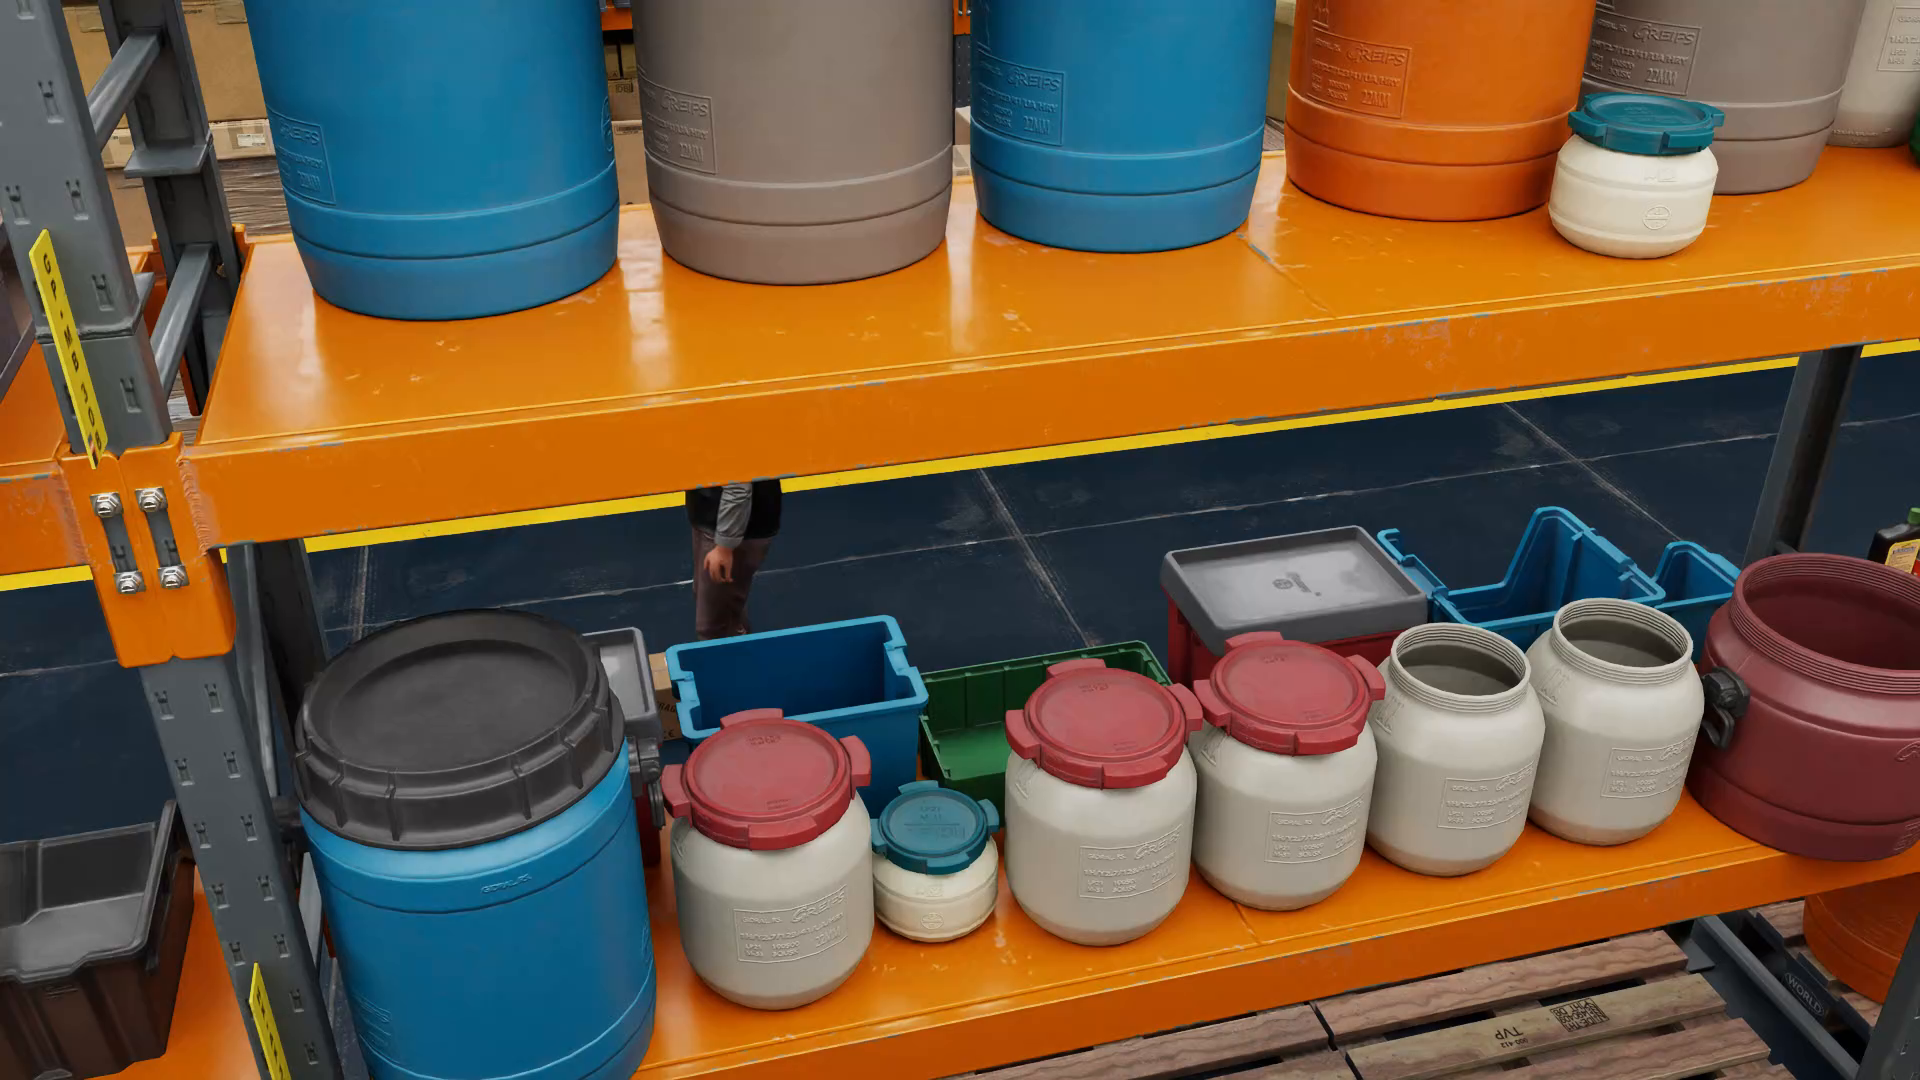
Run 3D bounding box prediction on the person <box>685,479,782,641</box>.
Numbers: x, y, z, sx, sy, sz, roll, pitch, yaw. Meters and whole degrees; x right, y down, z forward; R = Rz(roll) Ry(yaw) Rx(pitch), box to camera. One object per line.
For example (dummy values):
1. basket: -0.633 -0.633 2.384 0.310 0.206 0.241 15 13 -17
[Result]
1. person: -0.899 -0.064 6.264 0.463 1.721 0.580 -8 31 -13
